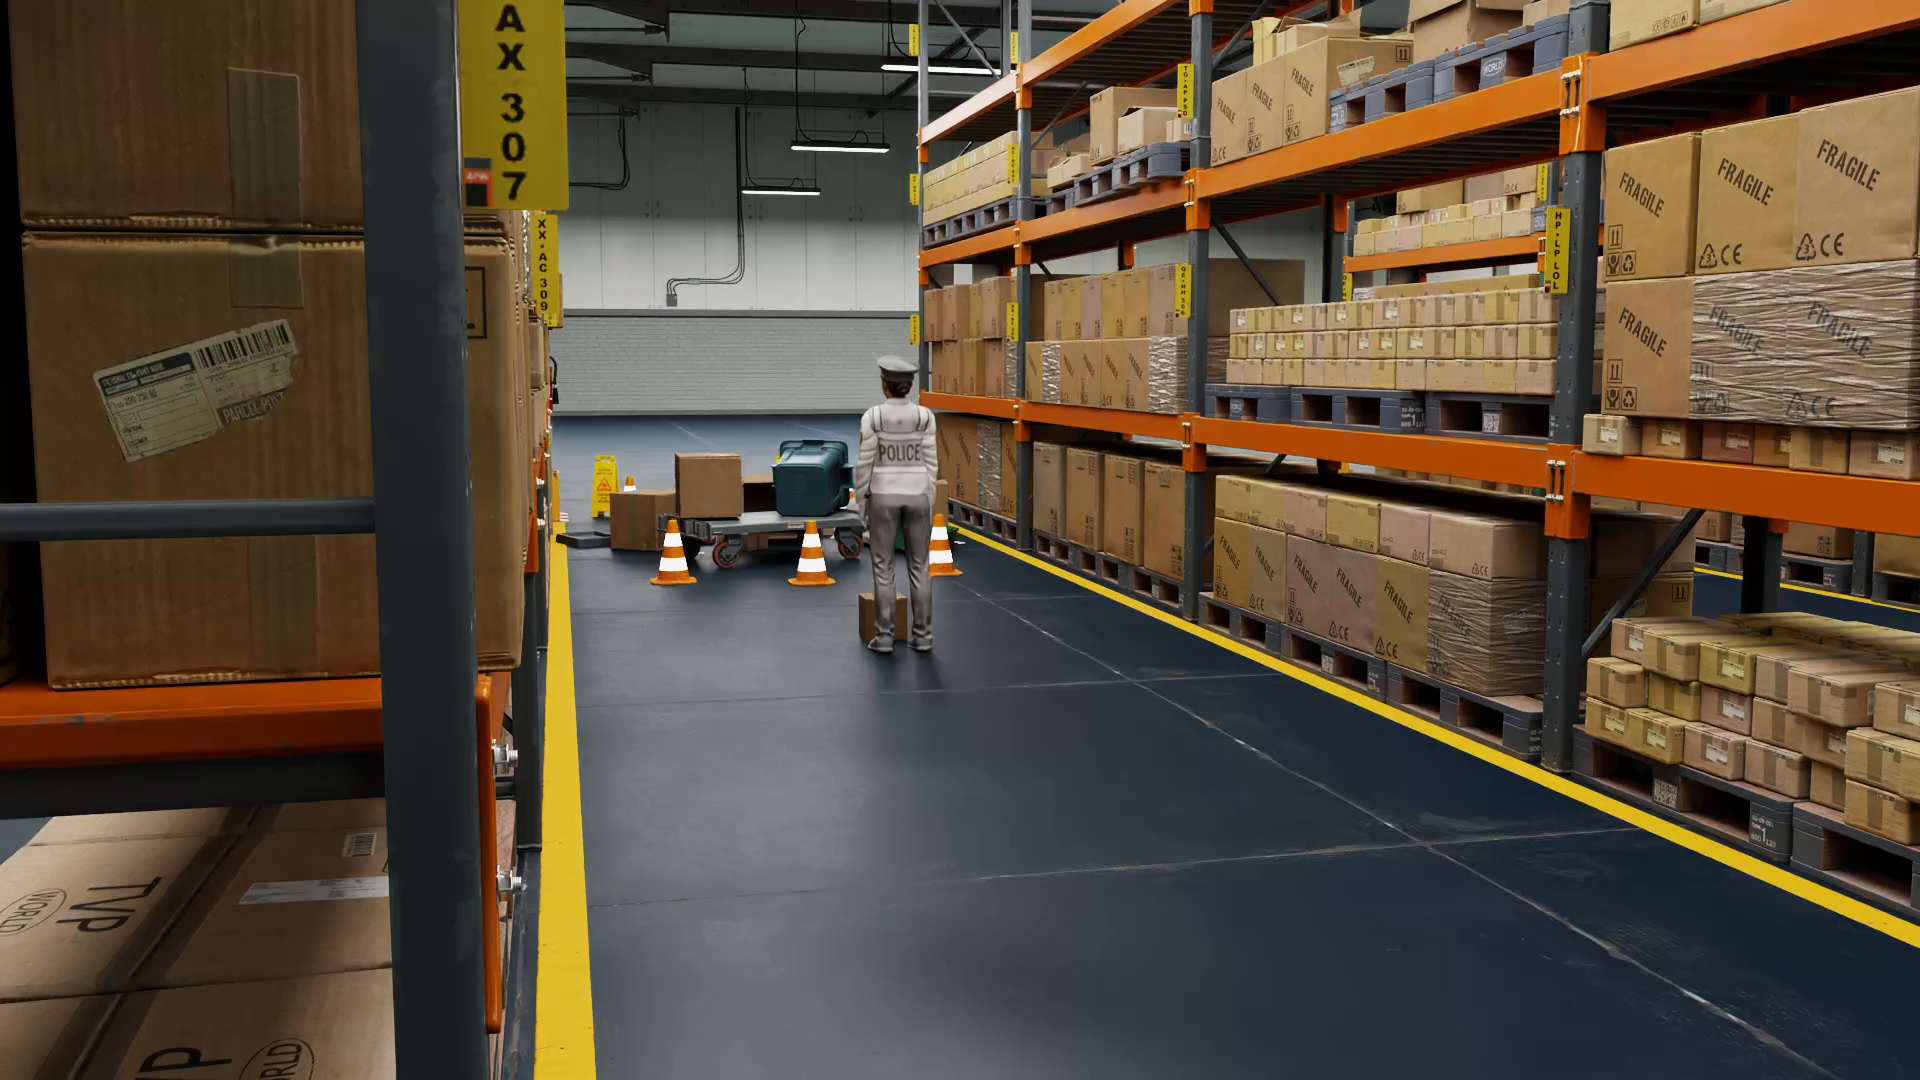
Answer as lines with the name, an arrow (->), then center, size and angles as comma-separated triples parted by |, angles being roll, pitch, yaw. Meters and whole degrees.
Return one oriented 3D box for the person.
person -> -0.362, -0.201, 9.439 | 0.469, 1.691, 0.345 | -1, 6, -12
